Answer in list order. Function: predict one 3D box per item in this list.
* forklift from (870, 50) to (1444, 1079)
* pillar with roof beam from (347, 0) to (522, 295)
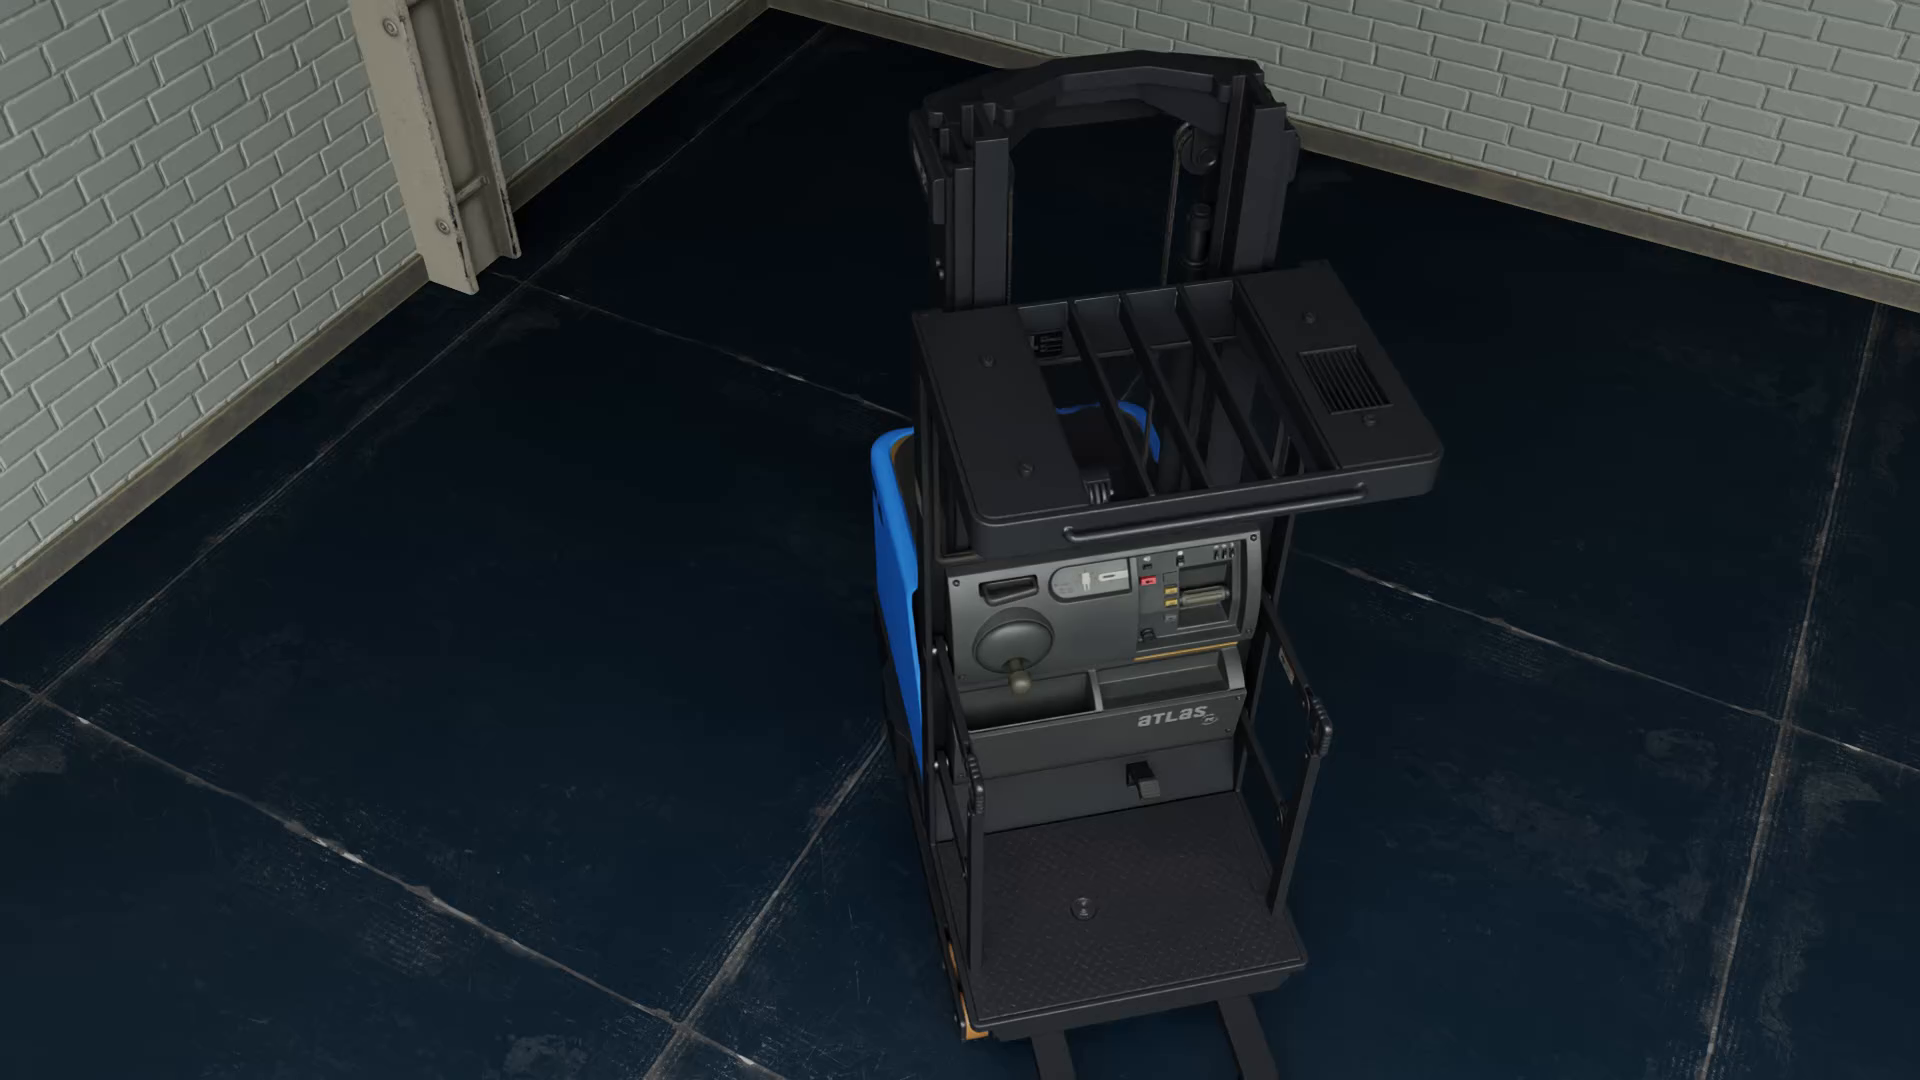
[{"bbox_3d":[0.472,0.295,4.677,1.130,2.935,3.031,-8,46,-8],"label":"forklift"},{"bbox_3d":[1.357,-3.128,3.794,9.100,9.000,0.400,20,49,19],"label":"pillar with roof beam"}]
